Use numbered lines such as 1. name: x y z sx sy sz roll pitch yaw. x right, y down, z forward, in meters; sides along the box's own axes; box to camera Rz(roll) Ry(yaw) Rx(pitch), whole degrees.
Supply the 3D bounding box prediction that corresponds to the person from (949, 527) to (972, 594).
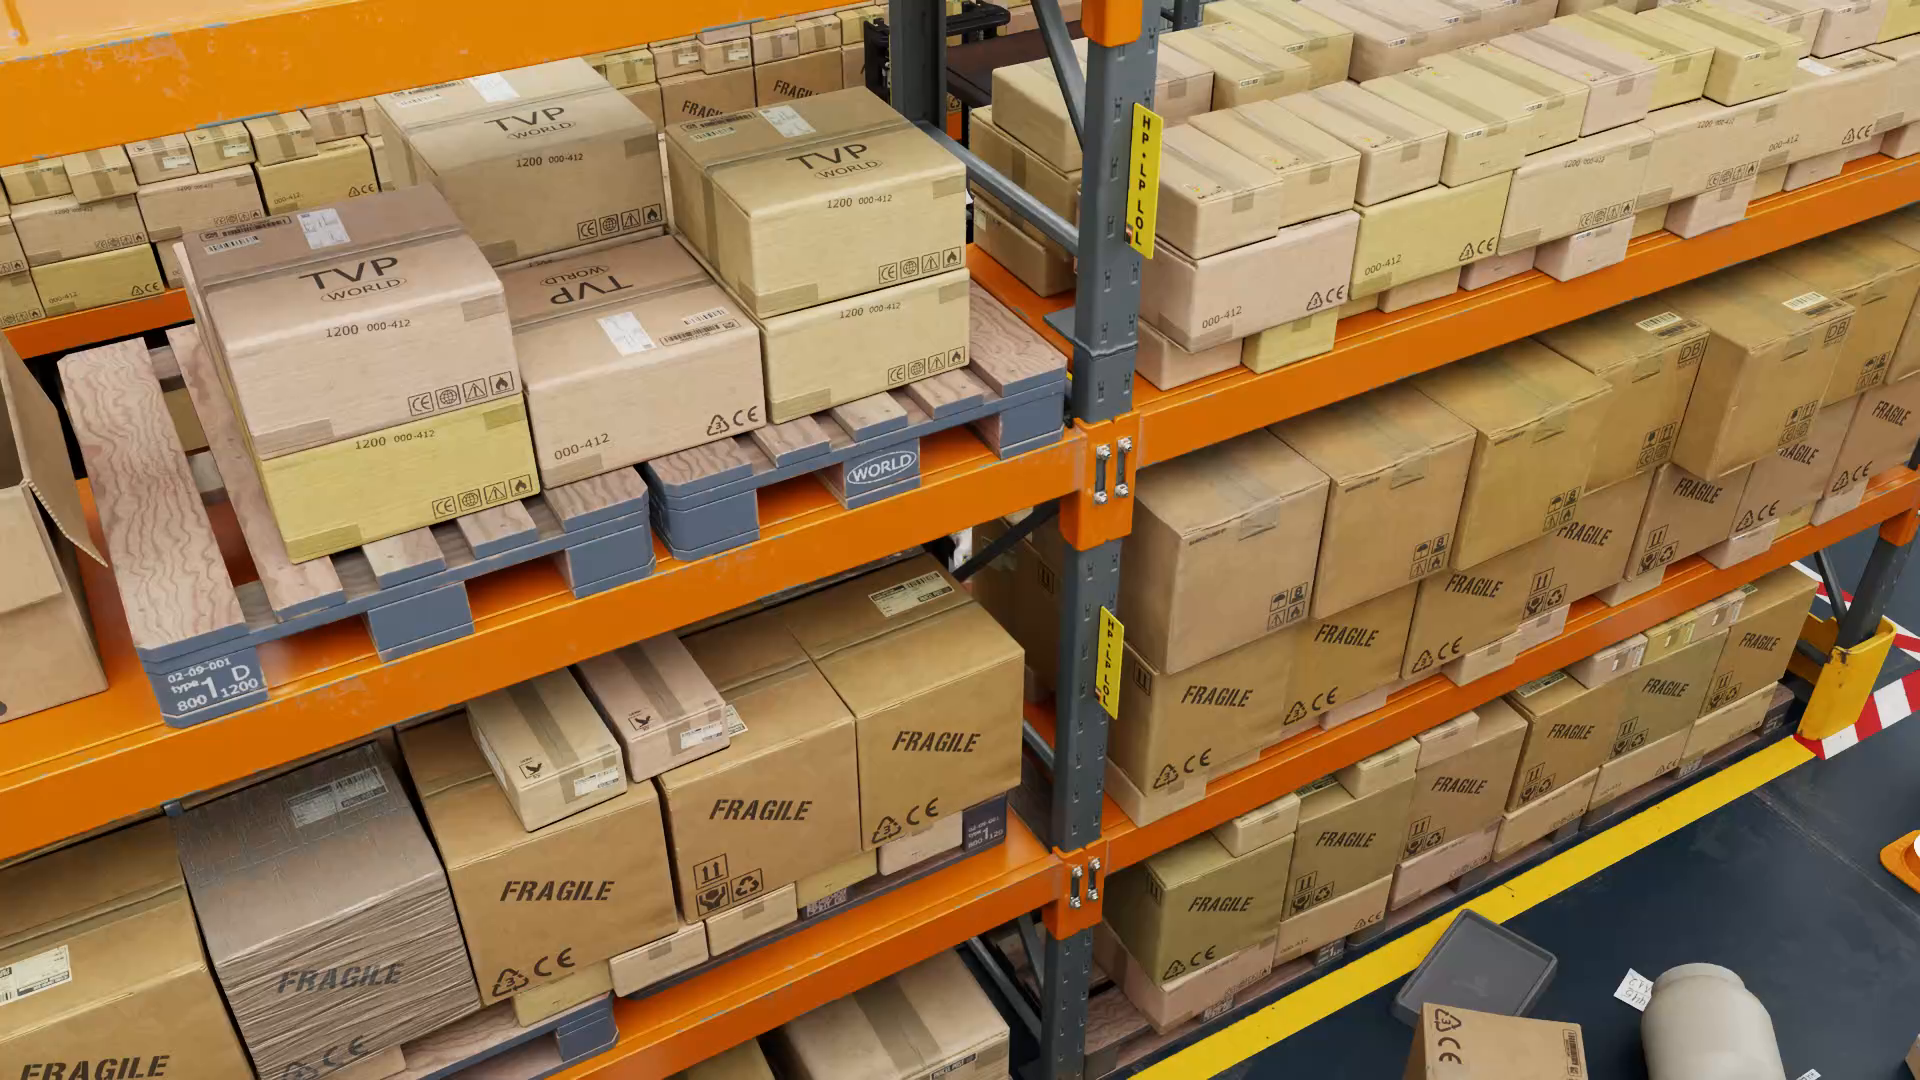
1. person: 0.017 0.185 6.995 0.774 1.294 0.537 -20 41 -24
